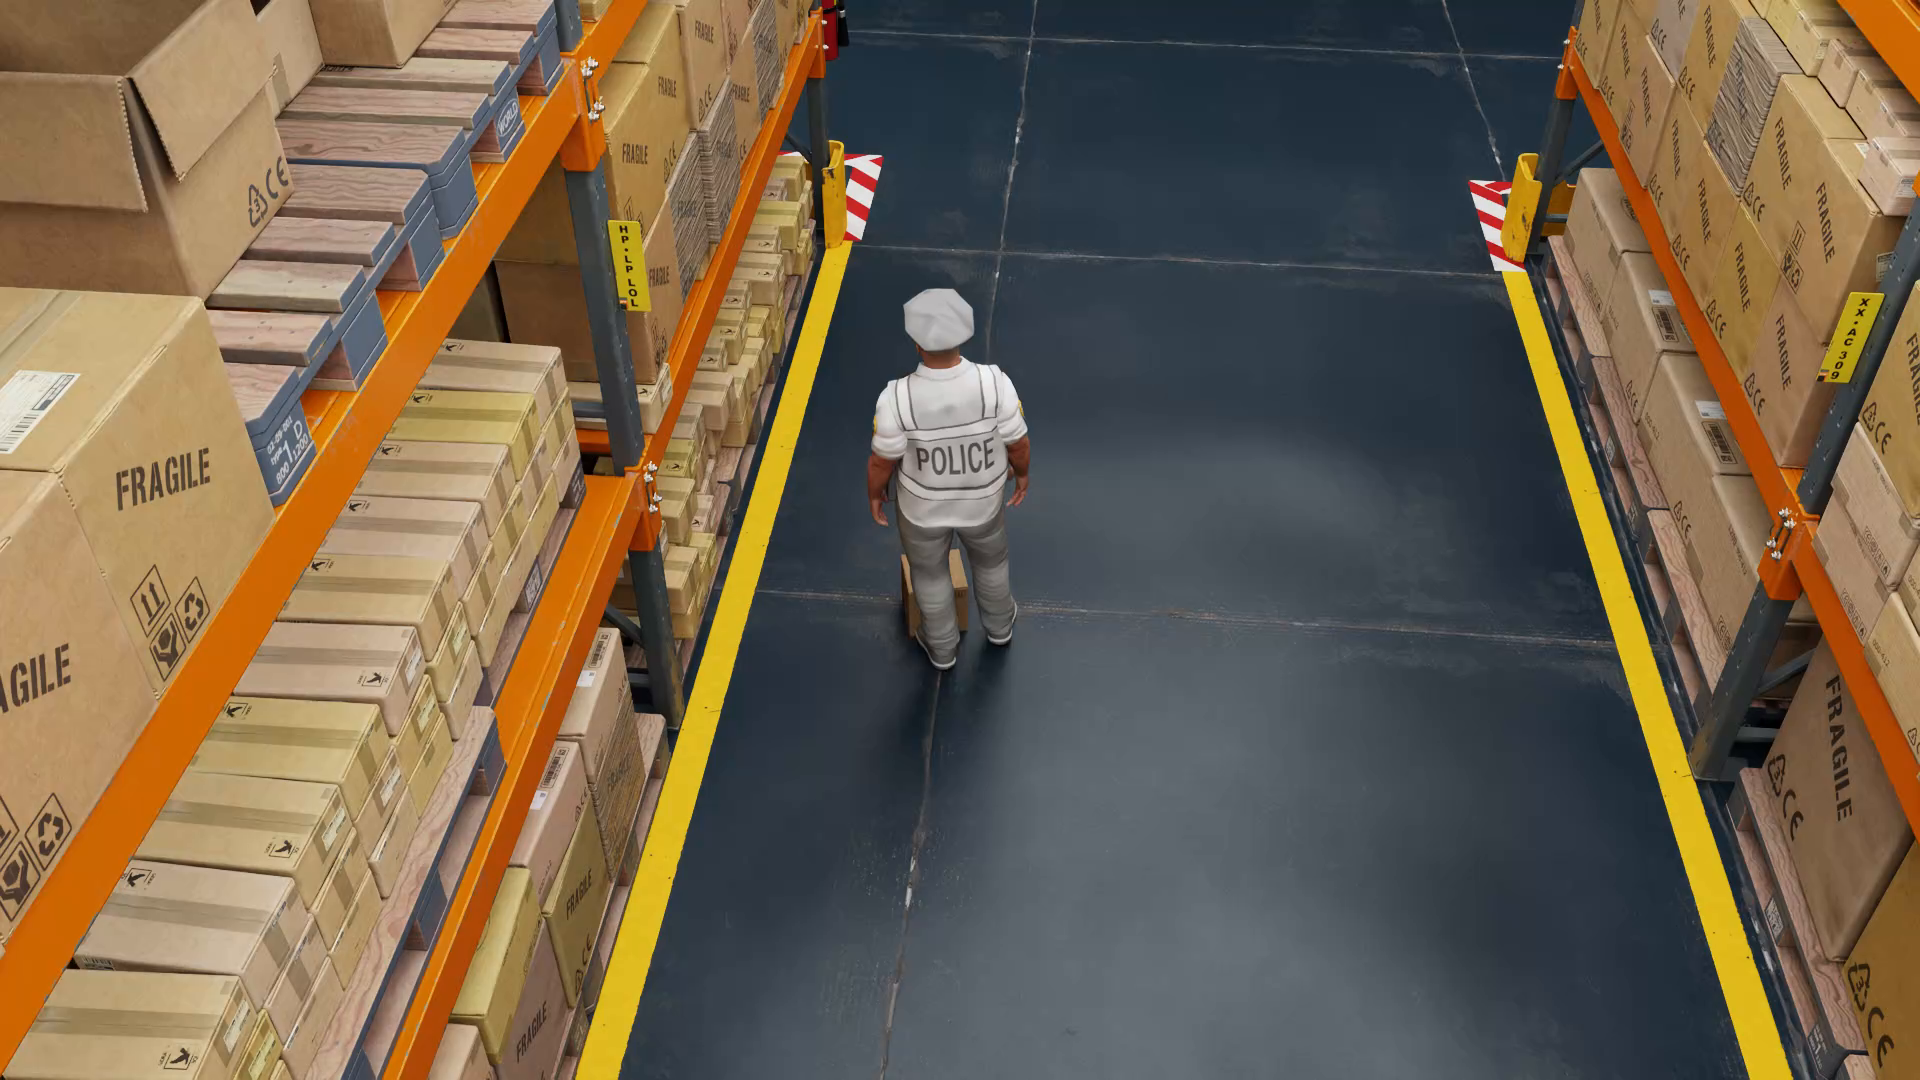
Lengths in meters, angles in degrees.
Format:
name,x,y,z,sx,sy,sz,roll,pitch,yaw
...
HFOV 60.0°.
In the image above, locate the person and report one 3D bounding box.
name,x,y,z,sx,sy,sz,roll,pitch,yaw
person,-0.047,-0.238,6.398,0.640,1.780,0.574,-5,40,-6
